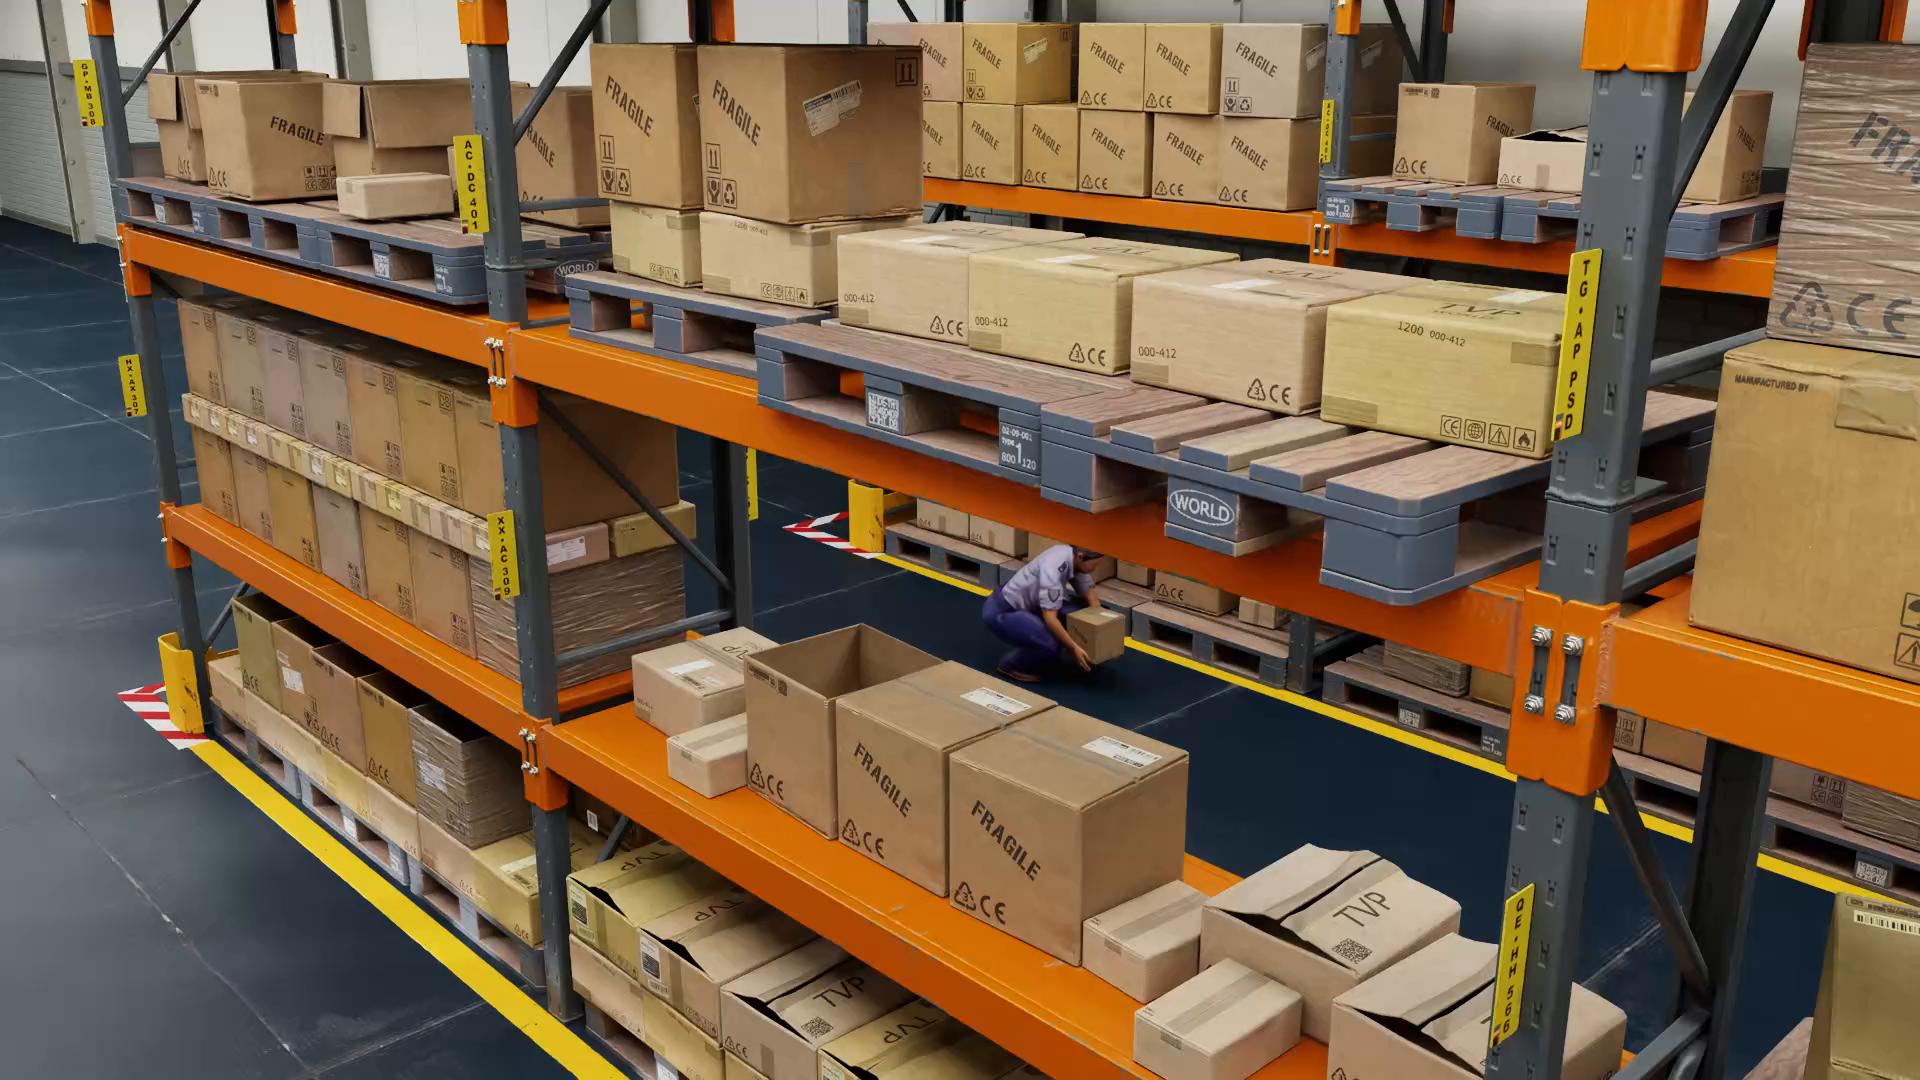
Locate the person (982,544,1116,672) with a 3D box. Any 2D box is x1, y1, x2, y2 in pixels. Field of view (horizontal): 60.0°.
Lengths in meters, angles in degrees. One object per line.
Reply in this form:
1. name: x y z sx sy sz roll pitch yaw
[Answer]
1. person: 0.559 0.371 10.047 0.833 0.894 0.525 11 20 30
